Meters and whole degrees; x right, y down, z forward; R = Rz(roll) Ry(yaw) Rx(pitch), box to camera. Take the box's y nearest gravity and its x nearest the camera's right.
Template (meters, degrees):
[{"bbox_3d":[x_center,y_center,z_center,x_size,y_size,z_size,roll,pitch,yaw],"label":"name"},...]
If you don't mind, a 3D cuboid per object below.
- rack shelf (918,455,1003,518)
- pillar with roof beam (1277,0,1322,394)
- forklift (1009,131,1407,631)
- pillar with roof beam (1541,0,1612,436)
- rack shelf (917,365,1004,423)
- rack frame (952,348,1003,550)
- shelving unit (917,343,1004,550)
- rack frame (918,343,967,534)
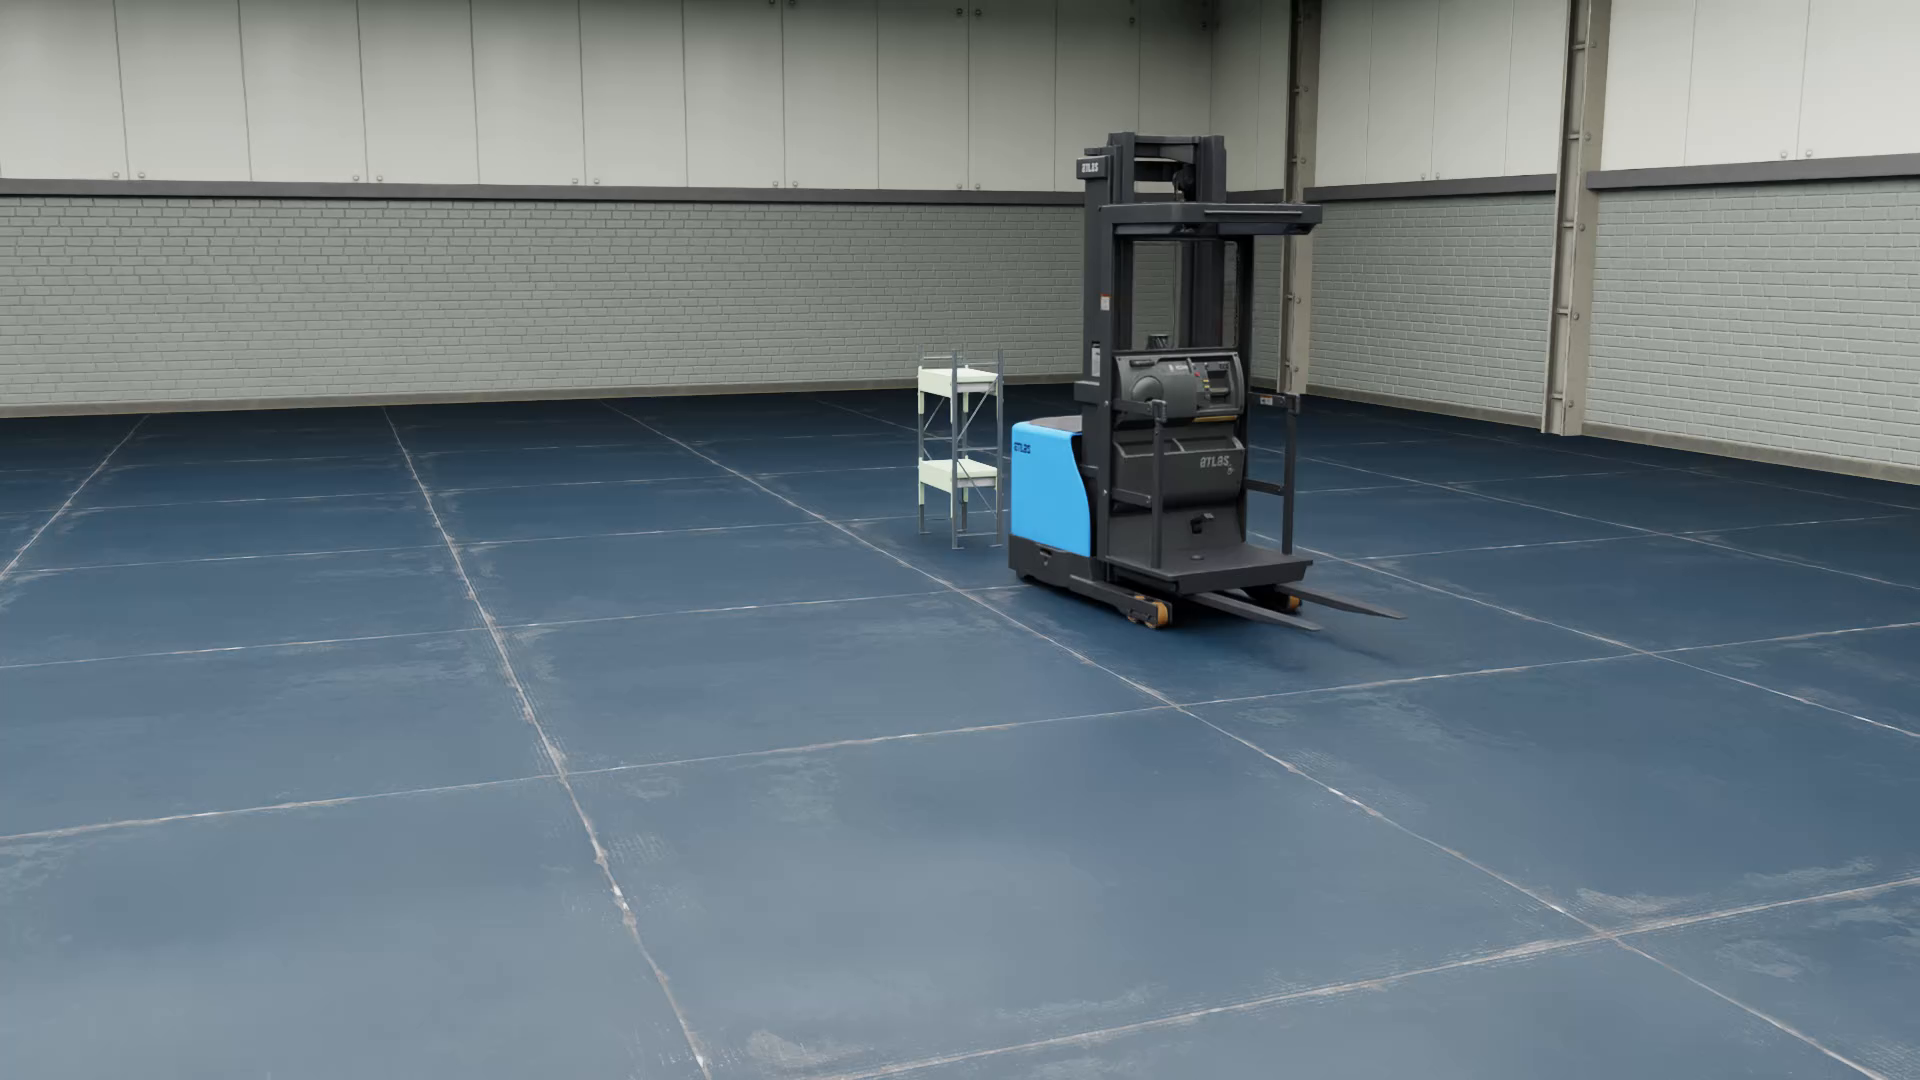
[{"bbox_3d":[-0.002,-0.419,12.852,0.431,0.370,0.720,-4,11,-21],"label":"rack shelf"},{"bbox_3d":[1.114,-6.426,23.348,9.100,9.000,0.400,-4,11,-21],"label":"pillar with roof beam"},{"bbox_3d":[1.478,-1.002,10.182,1.130,2.935,3.031,-5,11,-28],"label":"forklift"},{"bbox_3d":[3.288,-5.446,17.842,9.100,9.000,0.400,-4,11,-21],"label":"pillar with roof beam"},{"bbox_3d":[-0.002,-1.124,12.727,0.431,0.370,0.720,-4,11,-21],"label":"rack shelf"},{"bbox_3d":[0.130,-0.680,12.459,0.400,1.500,0.023,-4,11,-21],"label":"rack frame"},{"bbox_3d":[-0.002,-0.739,12.795,0.431,1.500,0.755,-4,11,-21],"label":"shelving unit"},{"bbox_3d":[-0.135,-0.799,13.131,0.400,1.500,0.023,-4,11,-21],"label":"rack frame"}]
